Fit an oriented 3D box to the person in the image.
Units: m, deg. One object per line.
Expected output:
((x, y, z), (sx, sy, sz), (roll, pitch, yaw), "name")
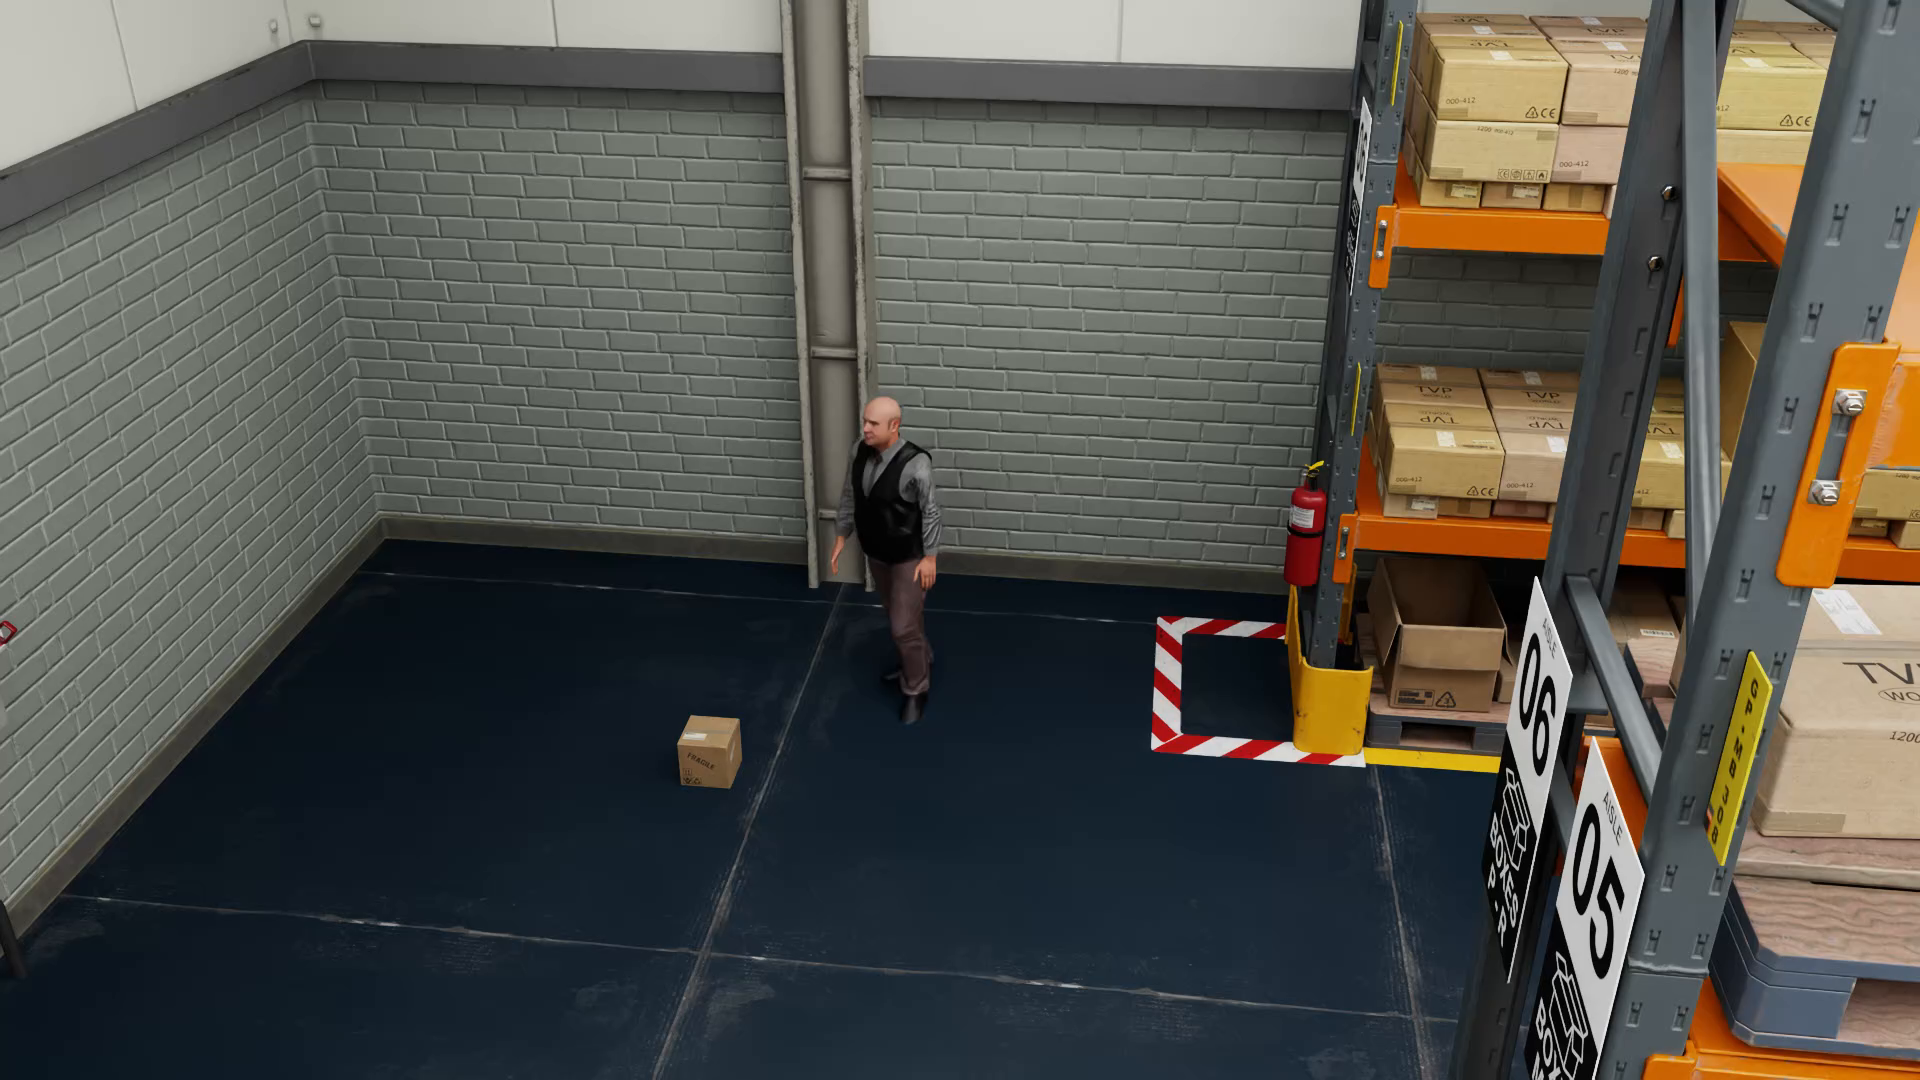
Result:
((-0.334, 0.112, 8.577), (0.568, 1.677, 0.571), (-25, 37, -38), "person")
